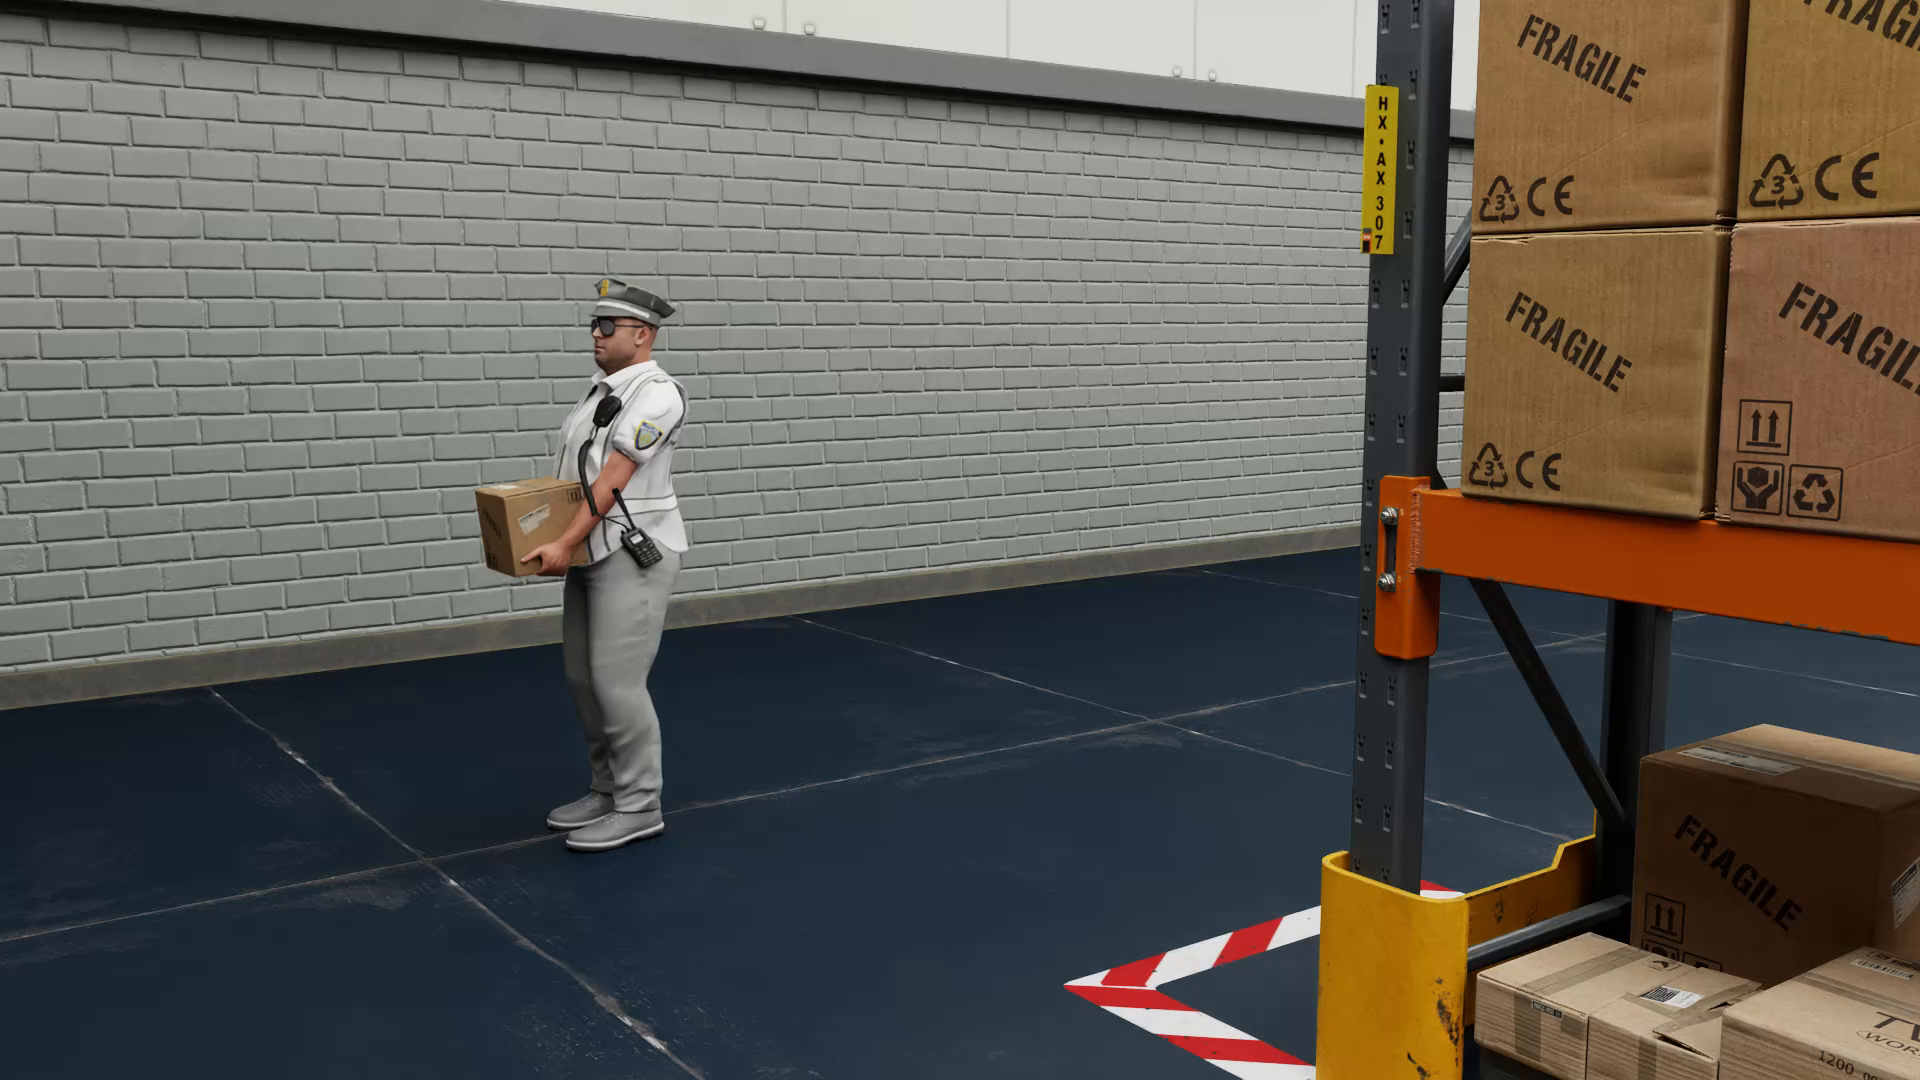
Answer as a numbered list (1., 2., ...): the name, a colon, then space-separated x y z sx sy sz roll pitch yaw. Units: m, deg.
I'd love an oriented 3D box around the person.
1. person: -1.146 0.069 5.215 0.564 1.769 0.493 -5 9 -35
